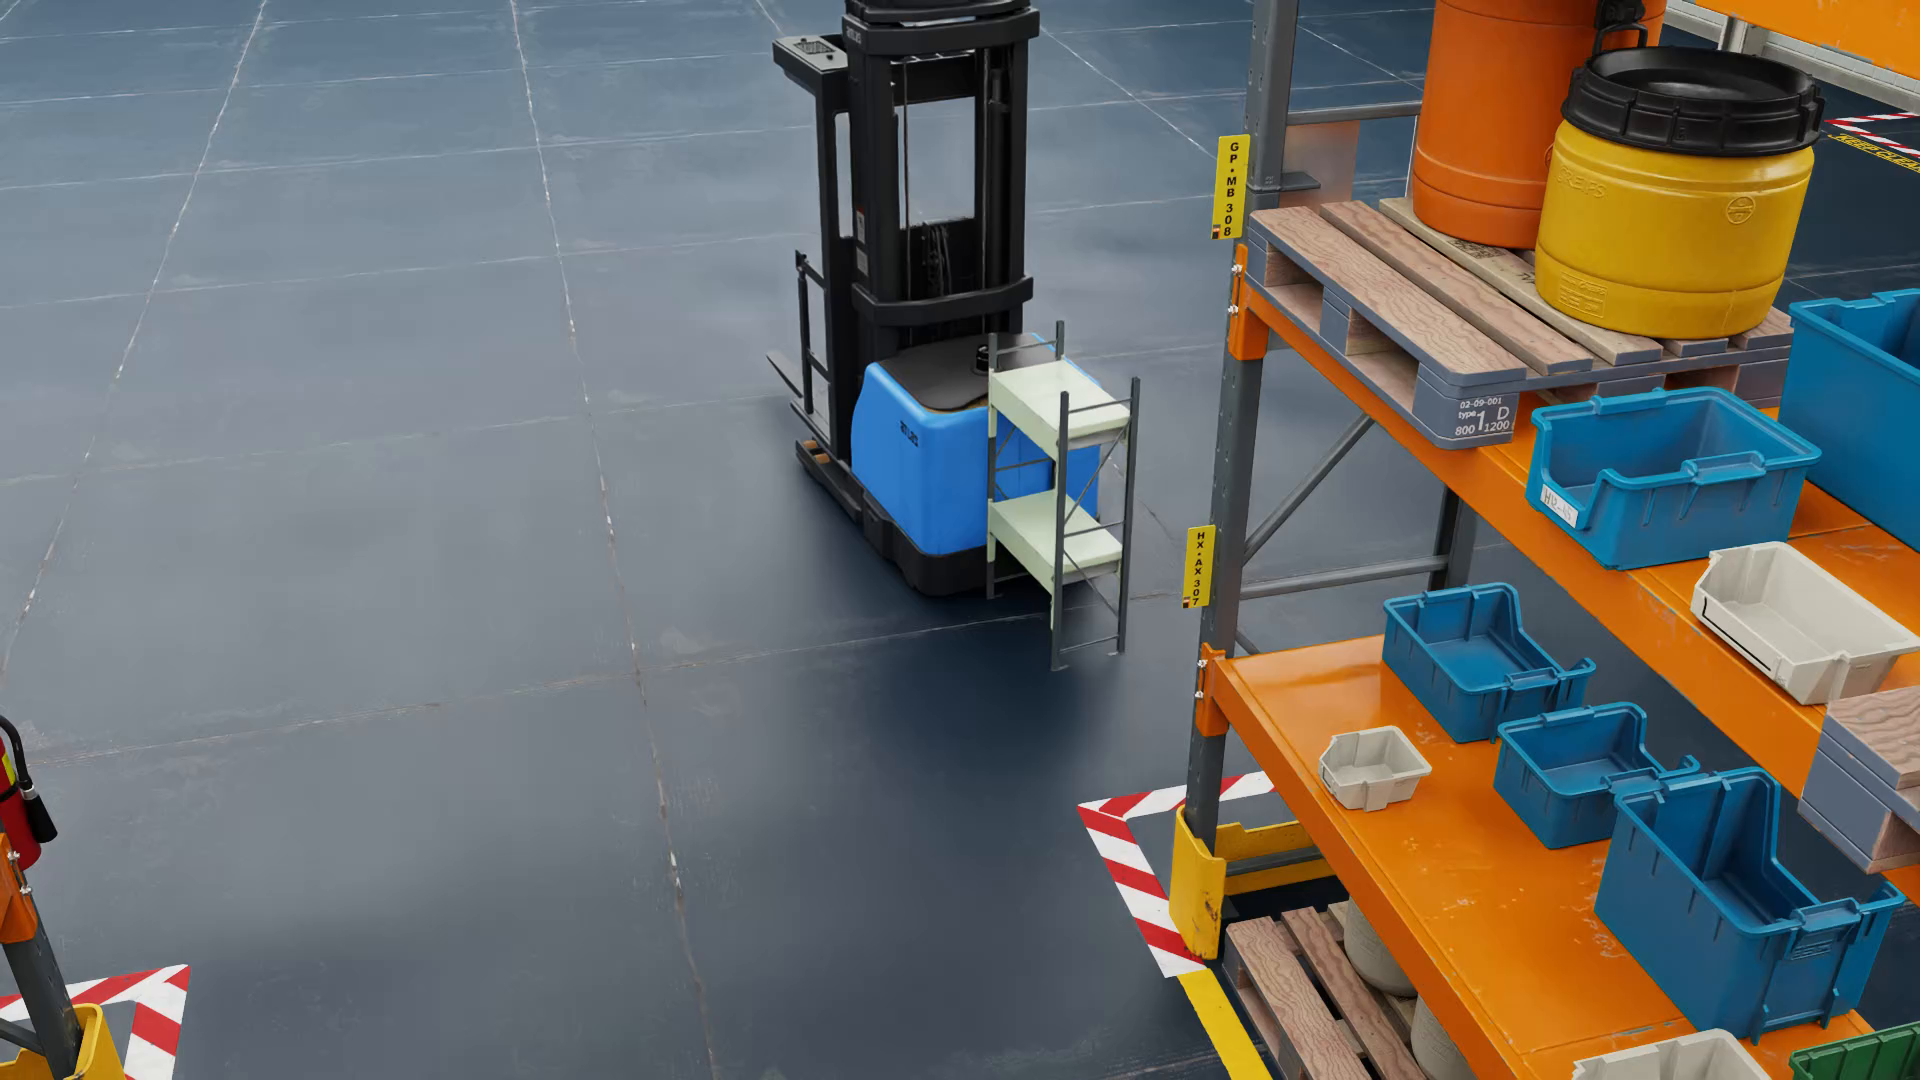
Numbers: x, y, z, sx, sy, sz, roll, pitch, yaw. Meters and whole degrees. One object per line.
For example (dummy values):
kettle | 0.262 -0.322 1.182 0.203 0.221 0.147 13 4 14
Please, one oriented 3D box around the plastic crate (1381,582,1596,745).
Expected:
plastic crate | 1.787 0.411 5.695 0.499 0.251 0.616 -8 31 -13

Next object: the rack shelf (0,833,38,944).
rack shelf | -2.878 2.080 3.380 1.077 0.370 4.000 -8 31 -13

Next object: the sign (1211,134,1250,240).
sign | 0.835 -1.087 5.130 0.100 0.325 0.005 -8 31 -13

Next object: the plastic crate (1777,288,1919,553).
plastic crate | 2.163 -0.266 3.737 0.392 0.384 0.575 -8 31 -13

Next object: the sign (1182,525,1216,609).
sign | 0.835 0.096 5.814 0.100 0.325 0.005 -8 31 -13

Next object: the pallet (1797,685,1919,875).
pallet | 2.142 0.524 2.544 1.213 0.211 1.003 -8 31 -13

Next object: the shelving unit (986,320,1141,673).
shelving unit | 0.477 -0.214 8.122 0.431 1.500 0.755 -13 33 -21

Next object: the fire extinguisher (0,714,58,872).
fire extinguisher | -2.995 0.720 5.089 0.296 0.674 0.183 -8 31 -13

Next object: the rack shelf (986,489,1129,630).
rack shelf | 0.477 0.069 8.285 0.431 0.370 0.720 -13 33 -21

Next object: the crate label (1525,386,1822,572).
crate label | 1.544 -0.142 3.654 0.502 0.251 0.408 -8 31 -13

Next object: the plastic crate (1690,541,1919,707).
plastic crate | 1.612 0.171 3.230 0.243 0.136 0.396 -8 31 -13

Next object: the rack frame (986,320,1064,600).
rack frame | 0.323 -0.380 8.409 0.400 1.500 0.023 -13 33 -21

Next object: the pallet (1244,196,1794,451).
pallet | 1.491 -0.660 4.589 1.003 0.211 1.213 -8 31 -13

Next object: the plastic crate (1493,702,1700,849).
plastic crate | 1.954 0.725 5.151 0.499 0.251 0.408 -8 31 -13

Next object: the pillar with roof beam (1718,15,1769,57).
pillar with roof beam | 4.602 -8.770 15.418 9.100 9.000 0.400 -8 31 -13

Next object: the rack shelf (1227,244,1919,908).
rack shelf | 1.897 0.123 3.766 1.077 0.370 4.000 -8 31 -13

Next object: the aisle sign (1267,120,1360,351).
aisle sign | 1.065 -0.977 5.348 0.394 0.787 0.004 -8 31 -13

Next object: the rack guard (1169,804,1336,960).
rack guard | 1.432 1.257 6.580 1.175 0.500 0.348 -8 31 -13

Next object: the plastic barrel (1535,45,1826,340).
plastic barrel | 1.791 -0.883 4.180 0.600 0.588 0.600 0 30 0

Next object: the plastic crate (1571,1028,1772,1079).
plastic crate | 1.753 1.440 4.031 0.530 0.136 0.437 -8 31 -13

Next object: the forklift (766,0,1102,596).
forklift | -0.332 -1.696 9.254 1.130 2.935 3.031 -13 33 -21

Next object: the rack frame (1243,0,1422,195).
rack frame | 1.366 -2.452 4.503 1.000 3.000 0.127 -8 31 -13

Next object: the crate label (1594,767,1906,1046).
crate label | 2.115 0.982 4.524 0.502 0.435 0.616 -8 31 -13

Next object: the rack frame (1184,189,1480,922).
rack frame | 1.366 0.144 6.006 1.000 3.000 0.127 -8 31 -13

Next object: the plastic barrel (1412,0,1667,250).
plastic barrel | 1.618 -1.304 4.666 0.600 0.830 0.708 -8 31 -13

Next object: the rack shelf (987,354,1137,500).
rack shelf | 0.477 -0.551 7.926 0.431 0.370 0.720 -13 33 -21

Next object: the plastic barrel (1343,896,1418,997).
plastic barrel | 1.614 1.347 5.993 0.421 0.512 0.421 0 30 0

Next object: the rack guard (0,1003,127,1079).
rack guard | -3.389 1.921 5.431 1.175 0.500 0.348 -8 31 -13

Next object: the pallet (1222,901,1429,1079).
pallet | 1.642 1.775 5.973 1.003 0.211 1.213 -8 31 -13

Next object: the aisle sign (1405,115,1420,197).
aisle sign | 1.633 -1.055 5.483 0.394 0.787 0.004 -8 31 -13

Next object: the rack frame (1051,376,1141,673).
rack frame | 0.632 -0.047 7.835 0.400 1.500 0.023 -13 33 -21

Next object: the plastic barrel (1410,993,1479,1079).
plastic barrel | 1.748 1.589 5.574 0.421 0.512 0.421 0 30 0

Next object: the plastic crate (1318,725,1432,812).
plastic crate | 1.293 0.733 5.252 0.298 0.136 0.250 -8 31 -13

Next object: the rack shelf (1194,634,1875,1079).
rack shelf | 1.897 1.422 4.518 1.077 0.370 4.000 -8 31 -13

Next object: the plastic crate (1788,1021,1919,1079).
plastic crate | 2.340 1.475 3.919 0.450 0.188 0.662 -8 31 -13
